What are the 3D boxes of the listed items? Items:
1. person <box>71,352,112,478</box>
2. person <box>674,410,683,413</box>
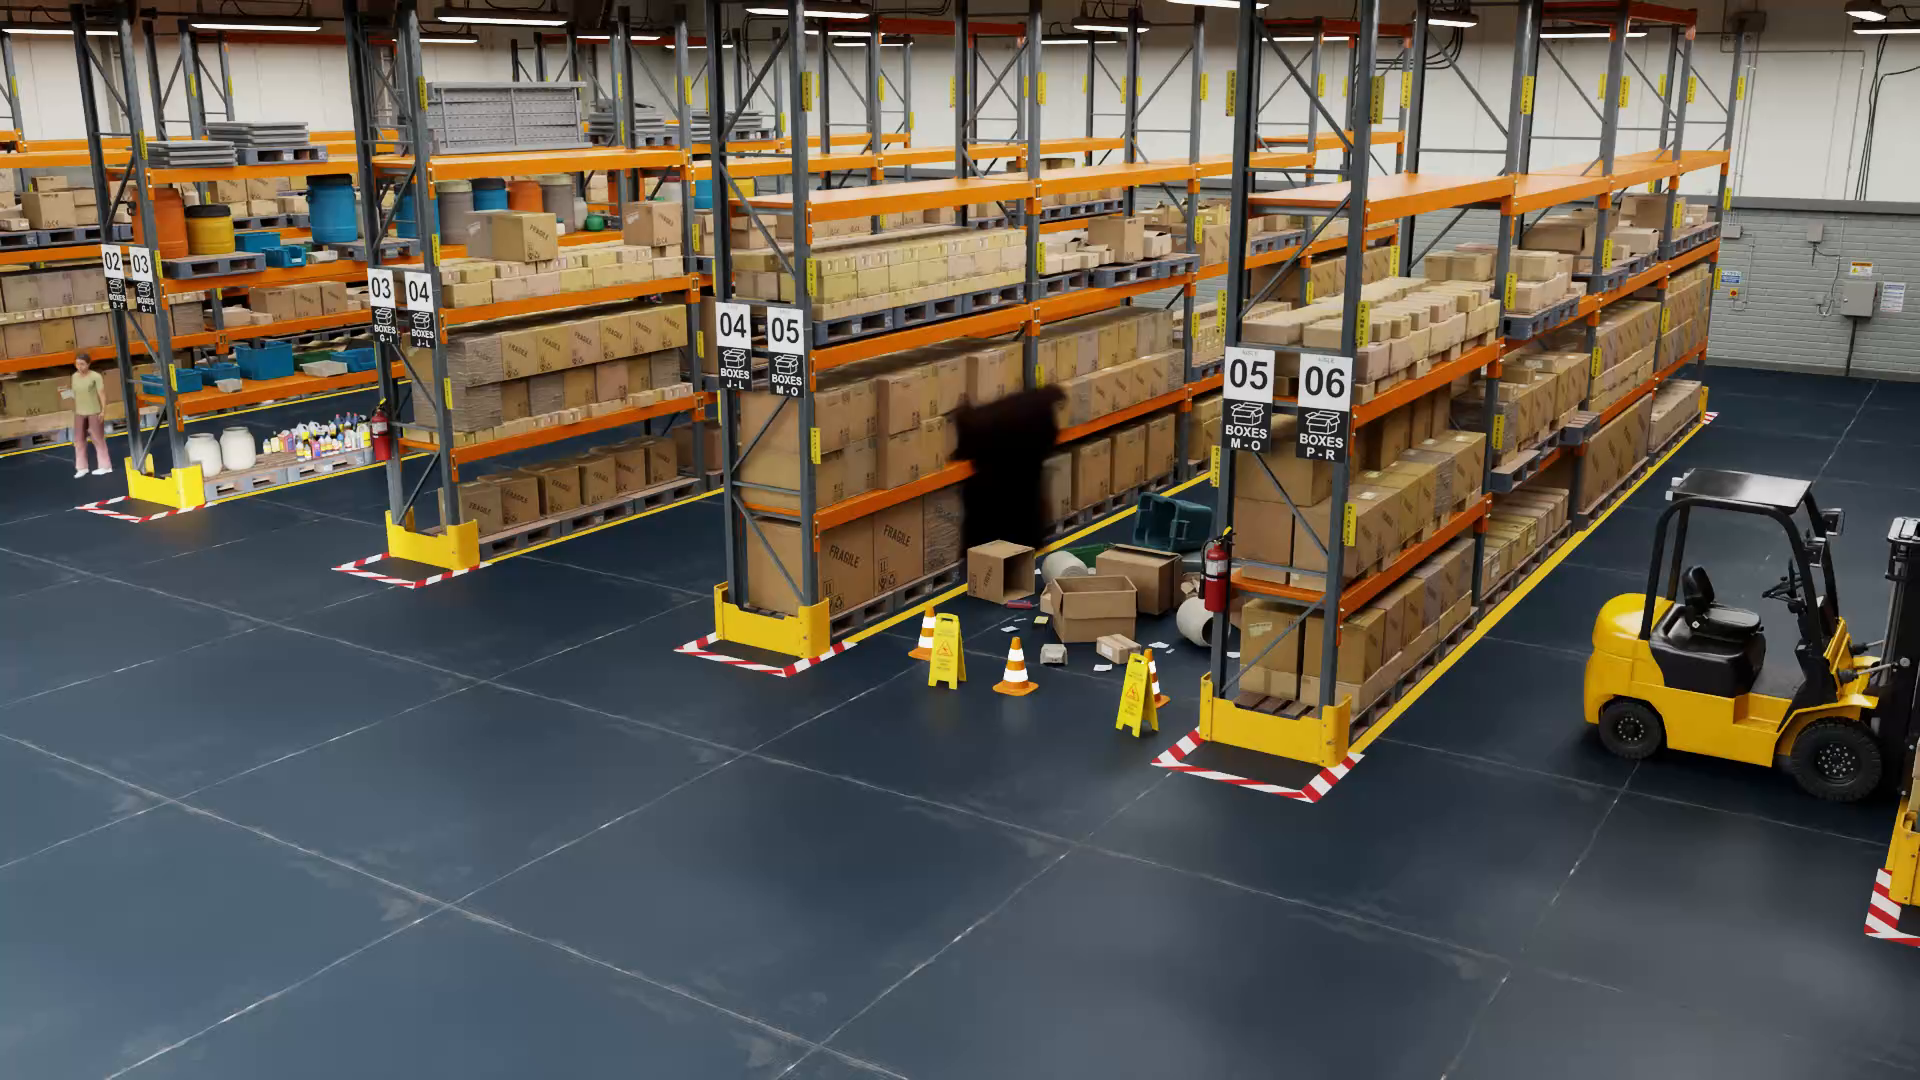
[{"bbox_3d":[-11.642,-1.672,22.195,0.515,1.690,0.355,1,16,2],"label":"person"},{"bbox_3d":[-4.502,-2.889,26.357,0.465,1.809,0.594,-2,16,-6],"label":"person"}]
